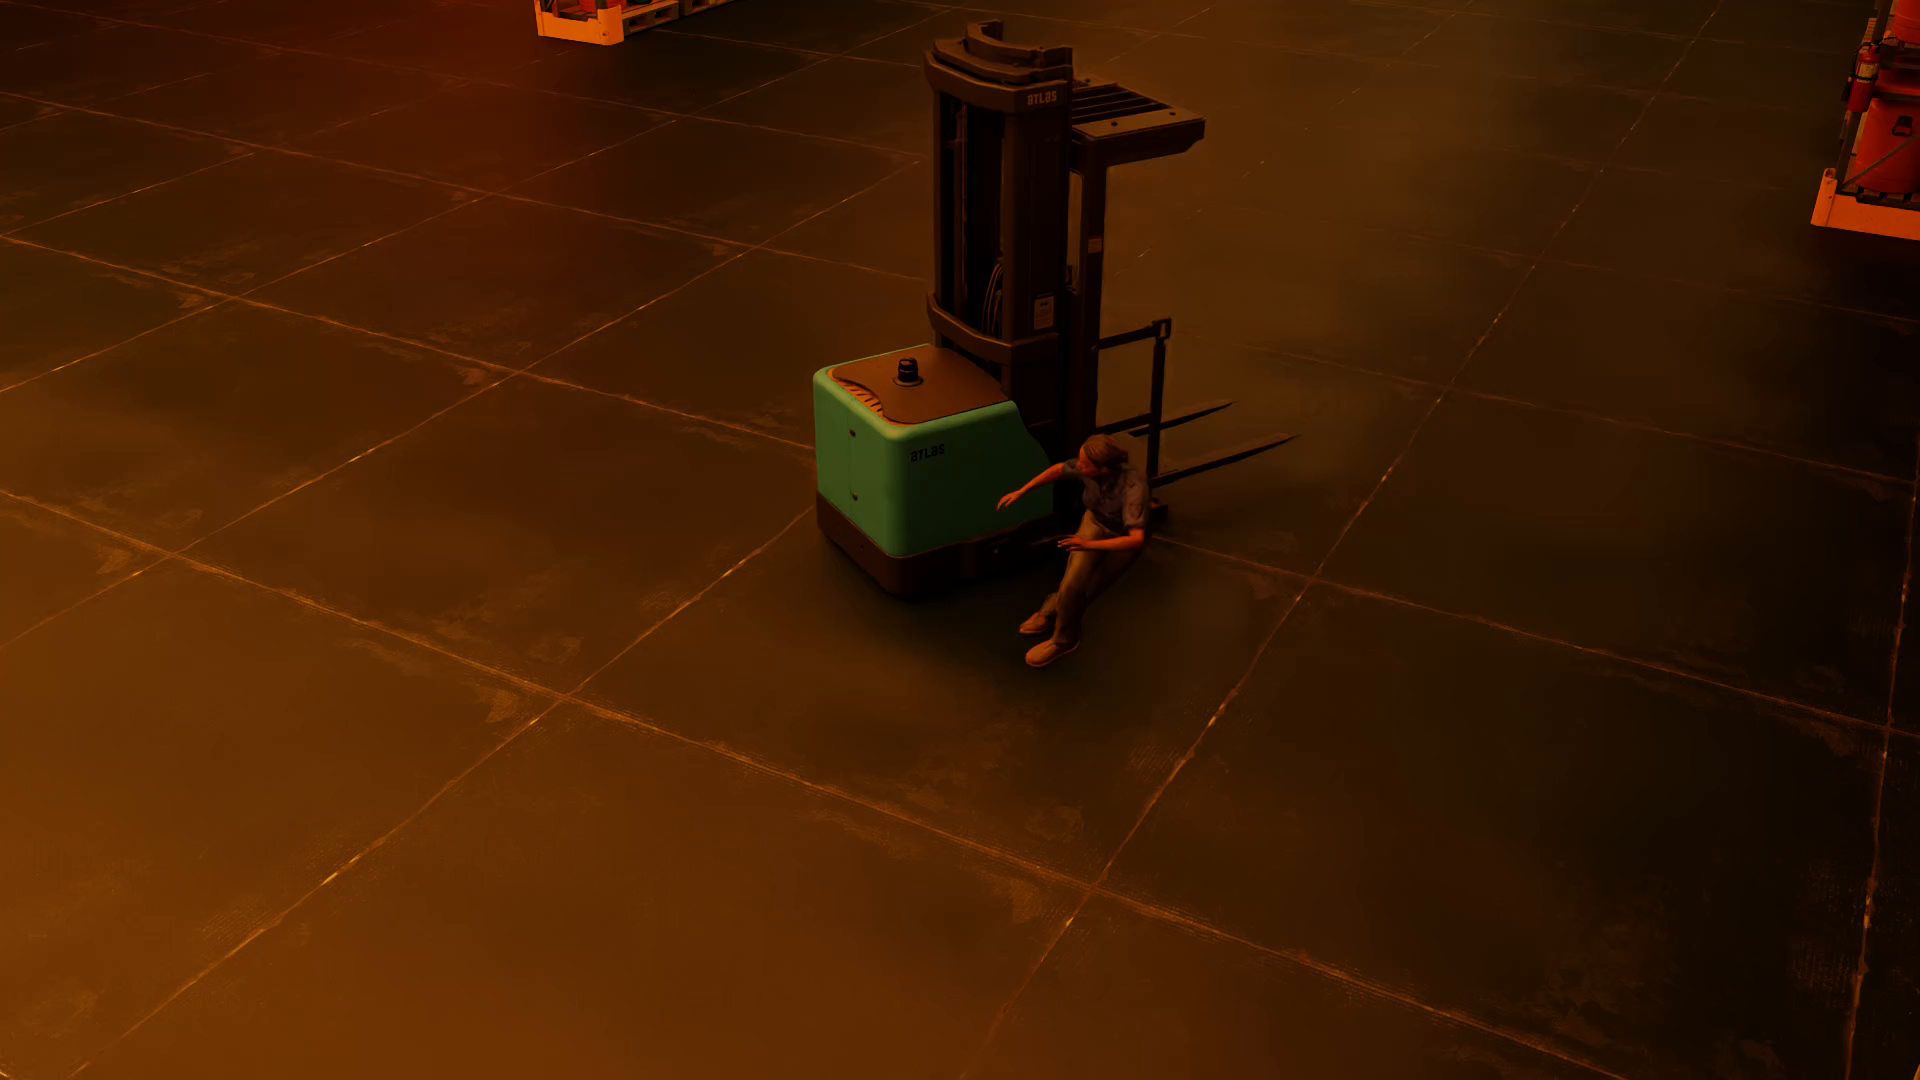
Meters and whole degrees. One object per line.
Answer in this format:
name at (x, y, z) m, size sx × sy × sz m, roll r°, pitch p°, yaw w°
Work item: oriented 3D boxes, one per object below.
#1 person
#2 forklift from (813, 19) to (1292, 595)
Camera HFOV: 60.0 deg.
person at (0.582, 0.050, 8.496) m, size 0.909 × 1.418 × 0.858 m, roll 15°, pitch 33°, yaw 24°
forklift at (0.668, -1.493, 9.658) m, size 3.031 × 2.935 × 1.130 m, roll -17°, pitch 34°, yaw -26°
